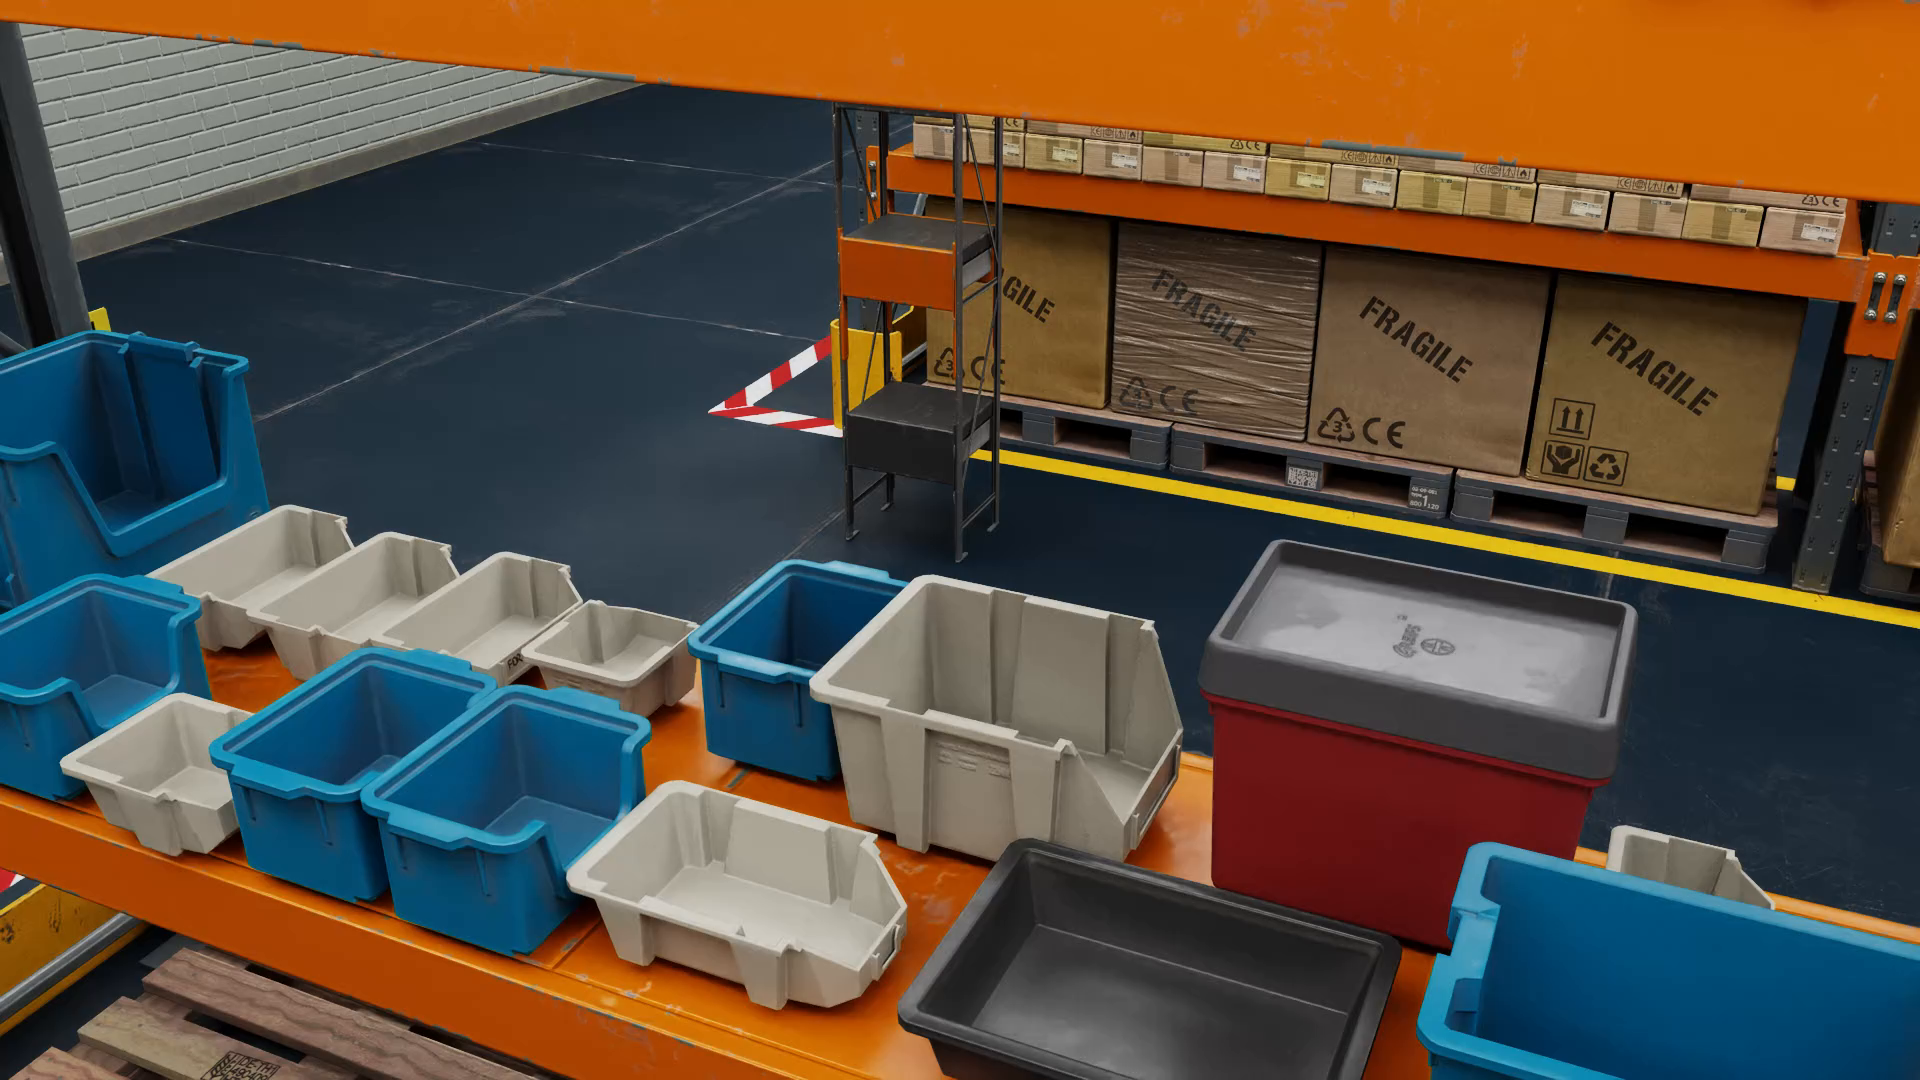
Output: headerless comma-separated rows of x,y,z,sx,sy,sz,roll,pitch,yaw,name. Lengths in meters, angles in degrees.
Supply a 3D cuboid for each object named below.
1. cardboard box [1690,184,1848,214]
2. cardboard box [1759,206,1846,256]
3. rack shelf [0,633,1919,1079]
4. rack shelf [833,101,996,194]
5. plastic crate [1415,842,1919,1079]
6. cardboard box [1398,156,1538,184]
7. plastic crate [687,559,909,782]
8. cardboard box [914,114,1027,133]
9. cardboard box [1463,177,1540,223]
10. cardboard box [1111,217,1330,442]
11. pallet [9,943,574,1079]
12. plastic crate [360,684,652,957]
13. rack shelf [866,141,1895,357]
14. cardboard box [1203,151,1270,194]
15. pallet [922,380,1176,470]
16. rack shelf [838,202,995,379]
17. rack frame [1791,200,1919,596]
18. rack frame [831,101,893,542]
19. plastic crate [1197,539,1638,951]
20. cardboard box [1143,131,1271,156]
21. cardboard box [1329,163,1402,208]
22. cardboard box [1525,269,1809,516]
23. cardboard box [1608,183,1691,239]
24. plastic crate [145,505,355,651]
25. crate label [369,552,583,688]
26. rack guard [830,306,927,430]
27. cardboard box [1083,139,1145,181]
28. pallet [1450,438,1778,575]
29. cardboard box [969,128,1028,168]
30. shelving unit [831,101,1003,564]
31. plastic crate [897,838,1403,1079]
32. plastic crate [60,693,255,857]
2.935,-1.386,6.002,0.500,0.250,0.500,11,28,21,cardboard box
3.032,-1.156,5.986,0.250,0.149,0.380,12,28,22,cardboard box
-0.426,0.604,2.941,4.000,0.370,1.077,11,28,22,rack shelf
-0.151,-1.588,6.045,0.480,0.518,0.431,11,28,22,rack shelf
0.829,0.679,1.925,0.575,0.384,0.392,11,28,22,plastic crate
1.998,-1.573,6.381,0.500,0.250,0.500,12,29,23,cardboard box
-0.271,0.236,2.995,0.300,0.233,0.416,11,28,22,plastic crate
0.129,-1.946,7.139,0.500,0.250,0.500,11,28,20,cardboard box
2.095,-1.344,6.368,0.250,0.149,0.380,12,29,23,cardboard box
1.248,-1.060,7.436,0.875,0.875,0.875,11,28,22,cardboard box
-1.512,1.333,3.803,1.213,0.211,1.003,11,28,22,pallet
-0.686,0.437,2.588,0.300,0.233,0.416,11,28,22,plastic crate
1.625,-1.387,6.986,4.000,0.370,1.077,11,28,22,rack shelf
1.162,-1.531,6.749,0.250,0.149,0.380,11,28,21,cardboard box
0.564,-0.710,7.953,1.213,0.211,1.003,11,28,22,pallet
-0.151,-0.960,6.354,0.480,0.518,0.431,11,28,22,rack shelf
3.445,-1.344,6.085,0.127,3.000,1.000,11,28,22,rack frame
-0.373,-1.017,6.438,0.015,2.100,0.400,11,28,22,rack frame
0.686,0.327,2.549,0.583,0.464,0.402,11,28,22,plastic crate
1.061,-1.760,6.762,0.500,0.250,0.500,10,28,20,cardboard box
1.631,-1.437,6.558,0.250,0.149,0.380,12,29,23,cardboard box
2.877,-0.732,6.772,0.875,0.875,0.875,11,28,22,cardboard box
2.564,-1.250,6.177,0.250,0.149,0.380,11,28,21,cardboard box
-1.429,0.084,3.415,0.243,0.136,0.396,11,28,22,plastic crate
-0.908,0.183,3.212,0.243,0.136,0.396,11,28,22,crate label
-0.218,-0.959,8.131,0.348,0.500,1.175,11,28,22,rack guard
0.696,-1.625,6.939,0.250,0.149,0.380,11,28,21,cardboard box
2.785,-0.264,7.047,1.213,0.211,1.003,11,28,22,pallet
0.225,-1.719,7.130,0.250,0.149,0.380,11,28,21,cardboard box
-0.151,-0.972,6.348,0.503,2.100,0.431,11,28,22,shelving unit
0.265,0.647,2.283,0.590,0.125,0.437,11,28,22,plastic crate
-1.283,0.401,2.771,0.298,0.136,0.250,11,28,22,plastic crate
